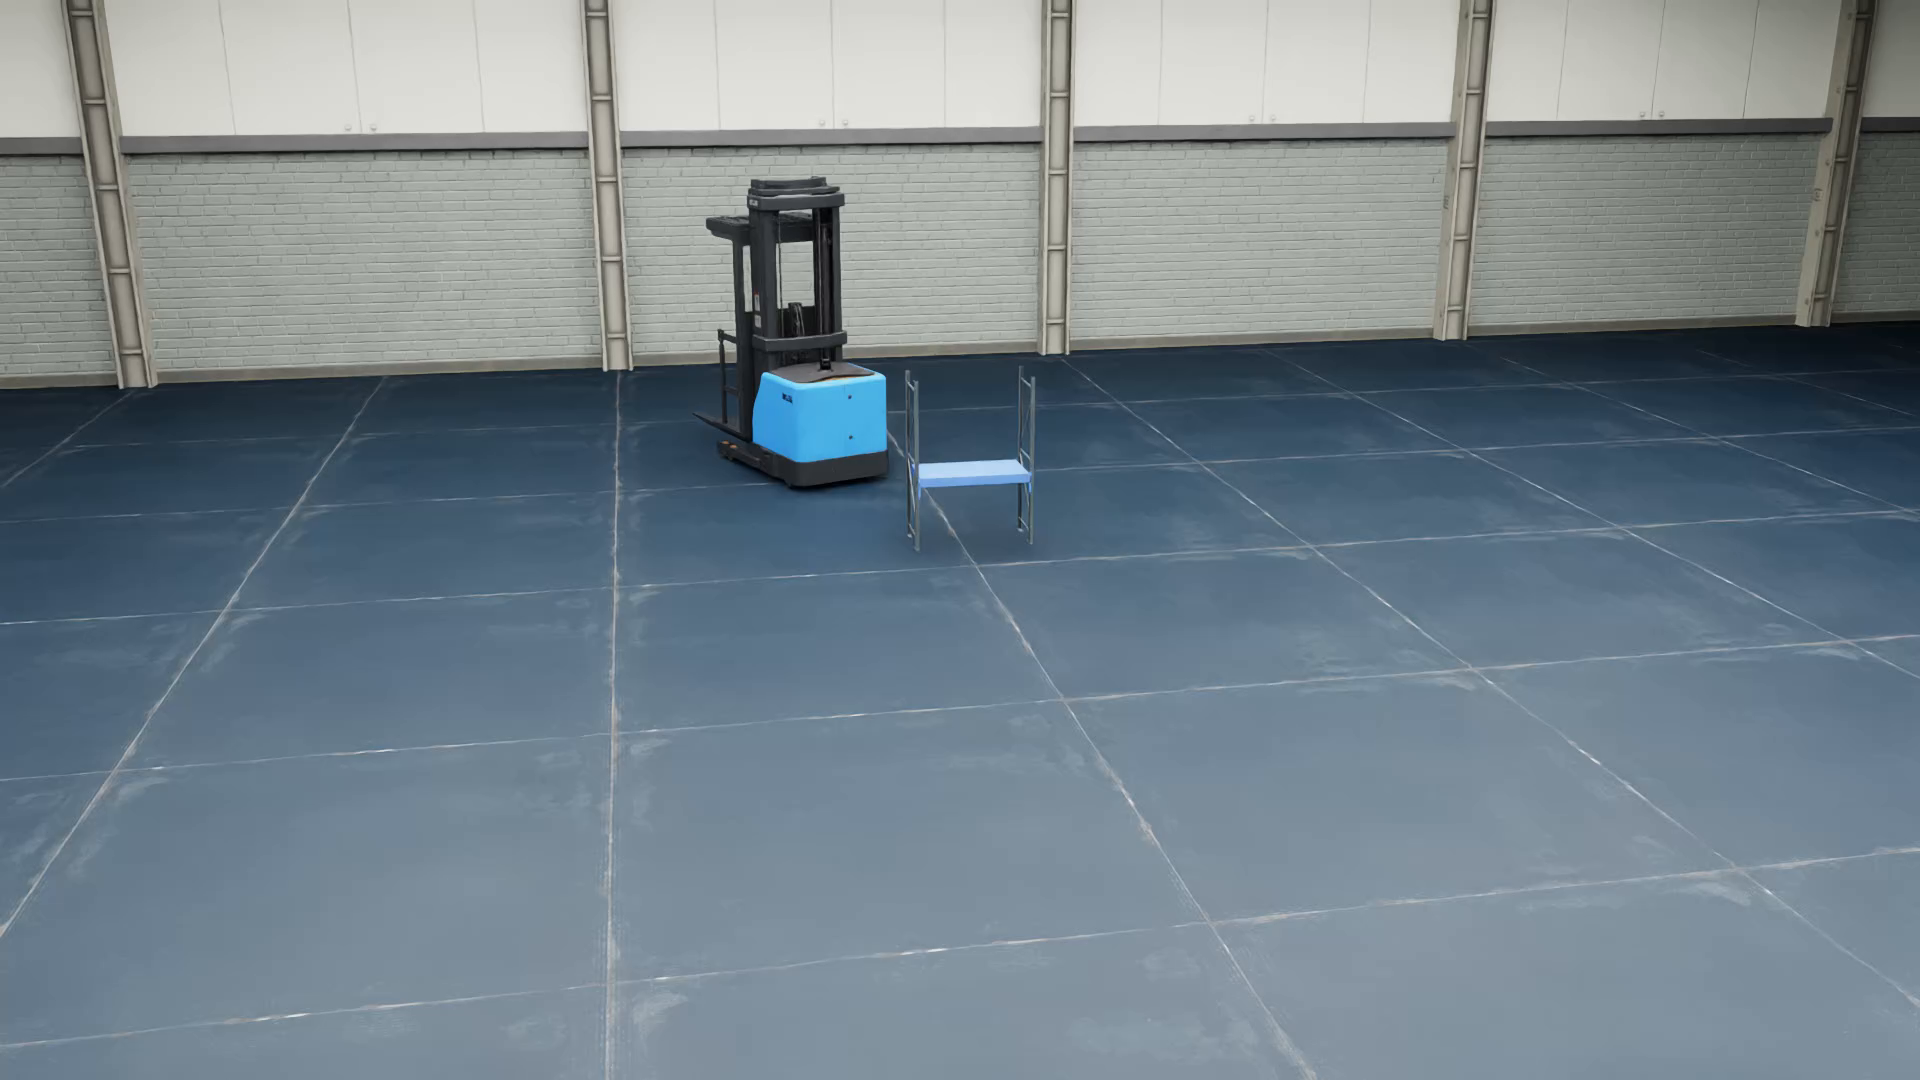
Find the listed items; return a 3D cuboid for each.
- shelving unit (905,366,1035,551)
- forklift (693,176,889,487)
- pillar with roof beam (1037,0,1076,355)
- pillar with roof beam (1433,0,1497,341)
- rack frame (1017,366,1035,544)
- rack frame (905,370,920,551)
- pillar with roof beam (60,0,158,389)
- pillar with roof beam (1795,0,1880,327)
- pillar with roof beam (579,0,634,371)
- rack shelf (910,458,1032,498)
[{"bbox_3d":[0.084,-0.722,14.607,1.048,1.500,0.538,-3,17,-10],"label":"shelving unit"},{"bbox_3d":[-1.929,-2.304,17.322,1.130,2.935,3.031,-10,20,-31],"label":"forklift"},{"bbox_3d":[2.126,-5.694,18.025,0.400,9.000,9.100,-3,17,-10],"label":"pillar with roof beam"},{"bbox_3d":[8.017,-6.029,19.113,0.400,9.000,9.100,-3,17,-10],"label":"pillar with roof beam"},{"bbox_3d":[0.583,-0.750,14.699,0.032,1.500,0.500,-3,17,-10],"label":"rack frame"},{"bbox_3d":[-0.415,-0.693,14.515,0.032,1.500,0.500,-3,17,-10],"label":"rack frame"},{"bbox_3d":[-9.656,-5.026,15.849,0.400,9.000,9.100,-3,17,-10],"label":"pillar with roof beam"},{"bbox_3d":[13.909,-6.363,20.201,0.400,9.000,9.100,-3,17,-10],"label":"pillar with roof beam"},{"bbox_3d":[-3.765,-5.360,16.937,0.400,9.000,9.100,-3,17,-10],"label":"pillar with roof beam"},{"bbox_3d":[0.084,-0.550,14.660,1.000,0.185,0.538,-3,17,-10],"label":"rack shelf"}]
